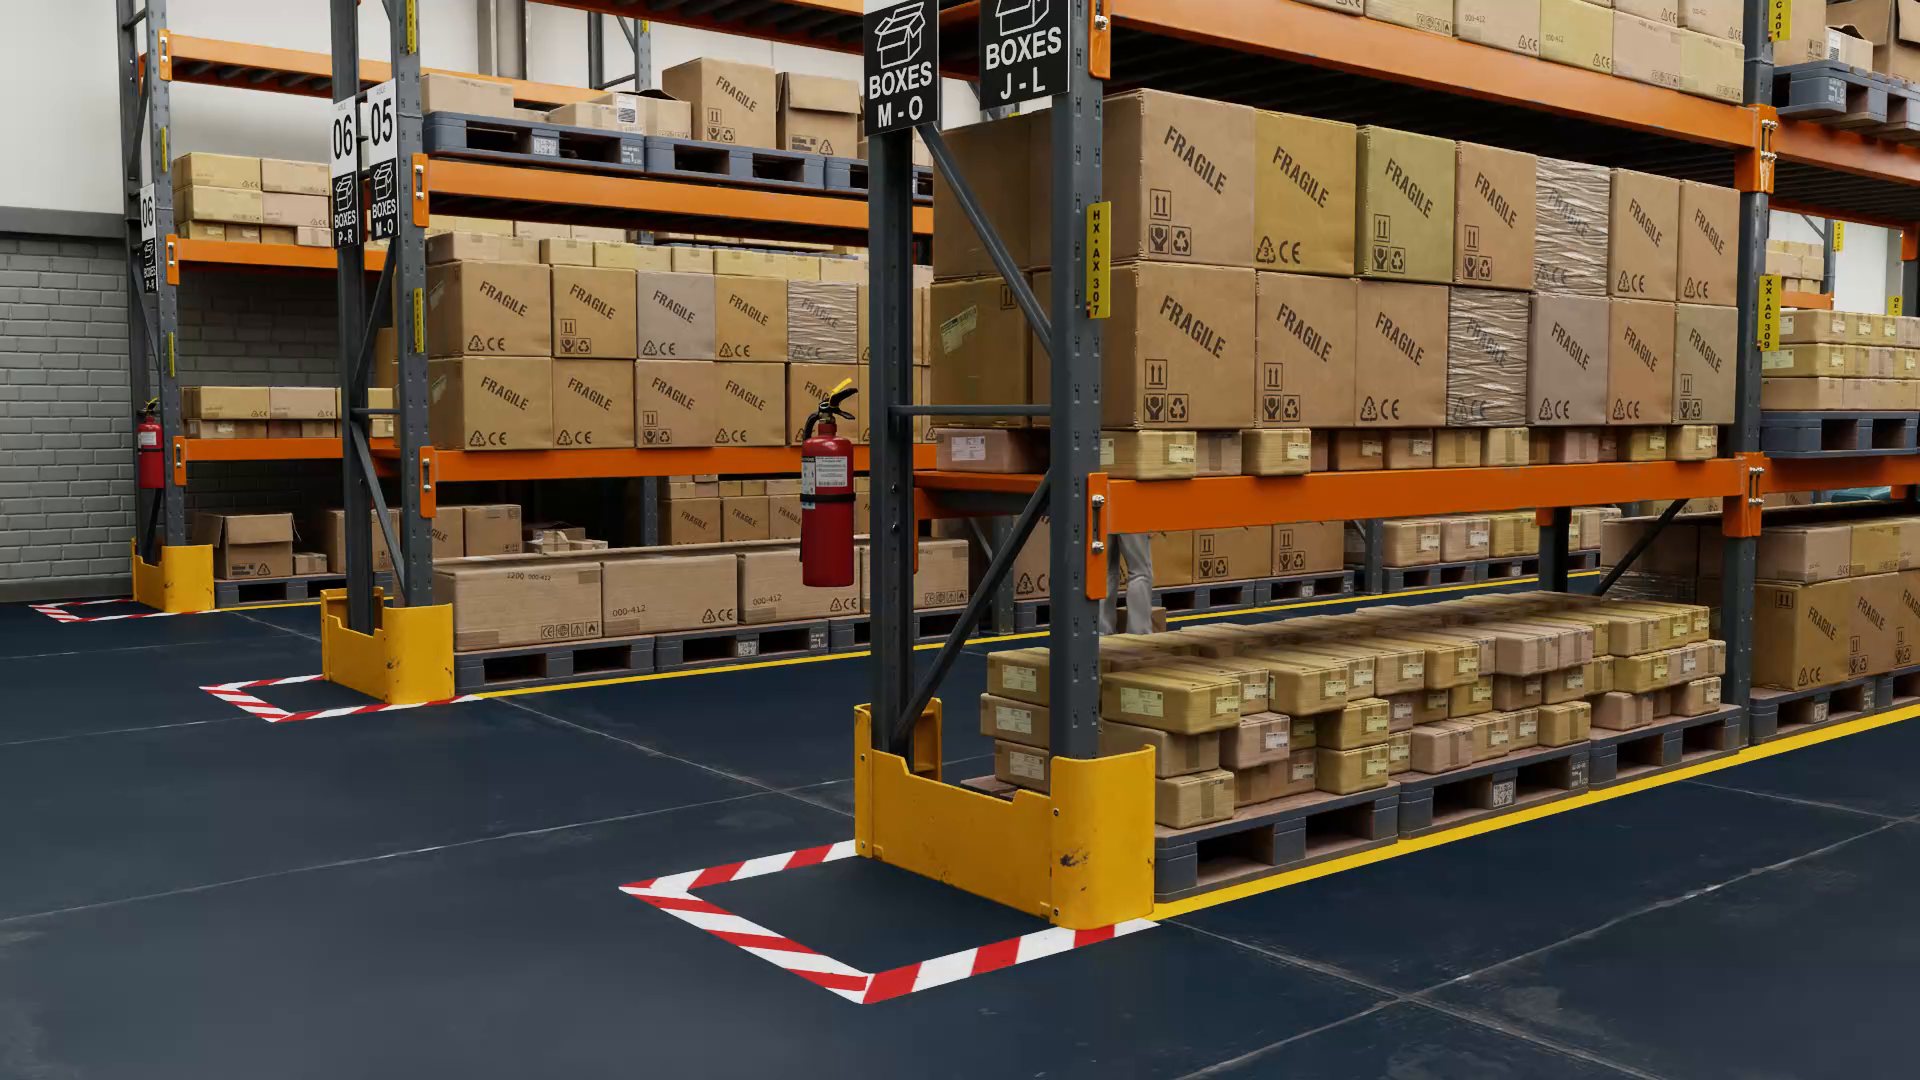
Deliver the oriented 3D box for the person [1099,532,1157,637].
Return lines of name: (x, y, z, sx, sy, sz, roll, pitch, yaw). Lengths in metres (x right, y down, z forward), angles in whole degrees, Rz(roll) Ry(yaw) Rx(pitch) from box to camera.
person: (1.016, -0.132, 10.434, 0.504, 1.673, 0.351, 3, 5, 36)
